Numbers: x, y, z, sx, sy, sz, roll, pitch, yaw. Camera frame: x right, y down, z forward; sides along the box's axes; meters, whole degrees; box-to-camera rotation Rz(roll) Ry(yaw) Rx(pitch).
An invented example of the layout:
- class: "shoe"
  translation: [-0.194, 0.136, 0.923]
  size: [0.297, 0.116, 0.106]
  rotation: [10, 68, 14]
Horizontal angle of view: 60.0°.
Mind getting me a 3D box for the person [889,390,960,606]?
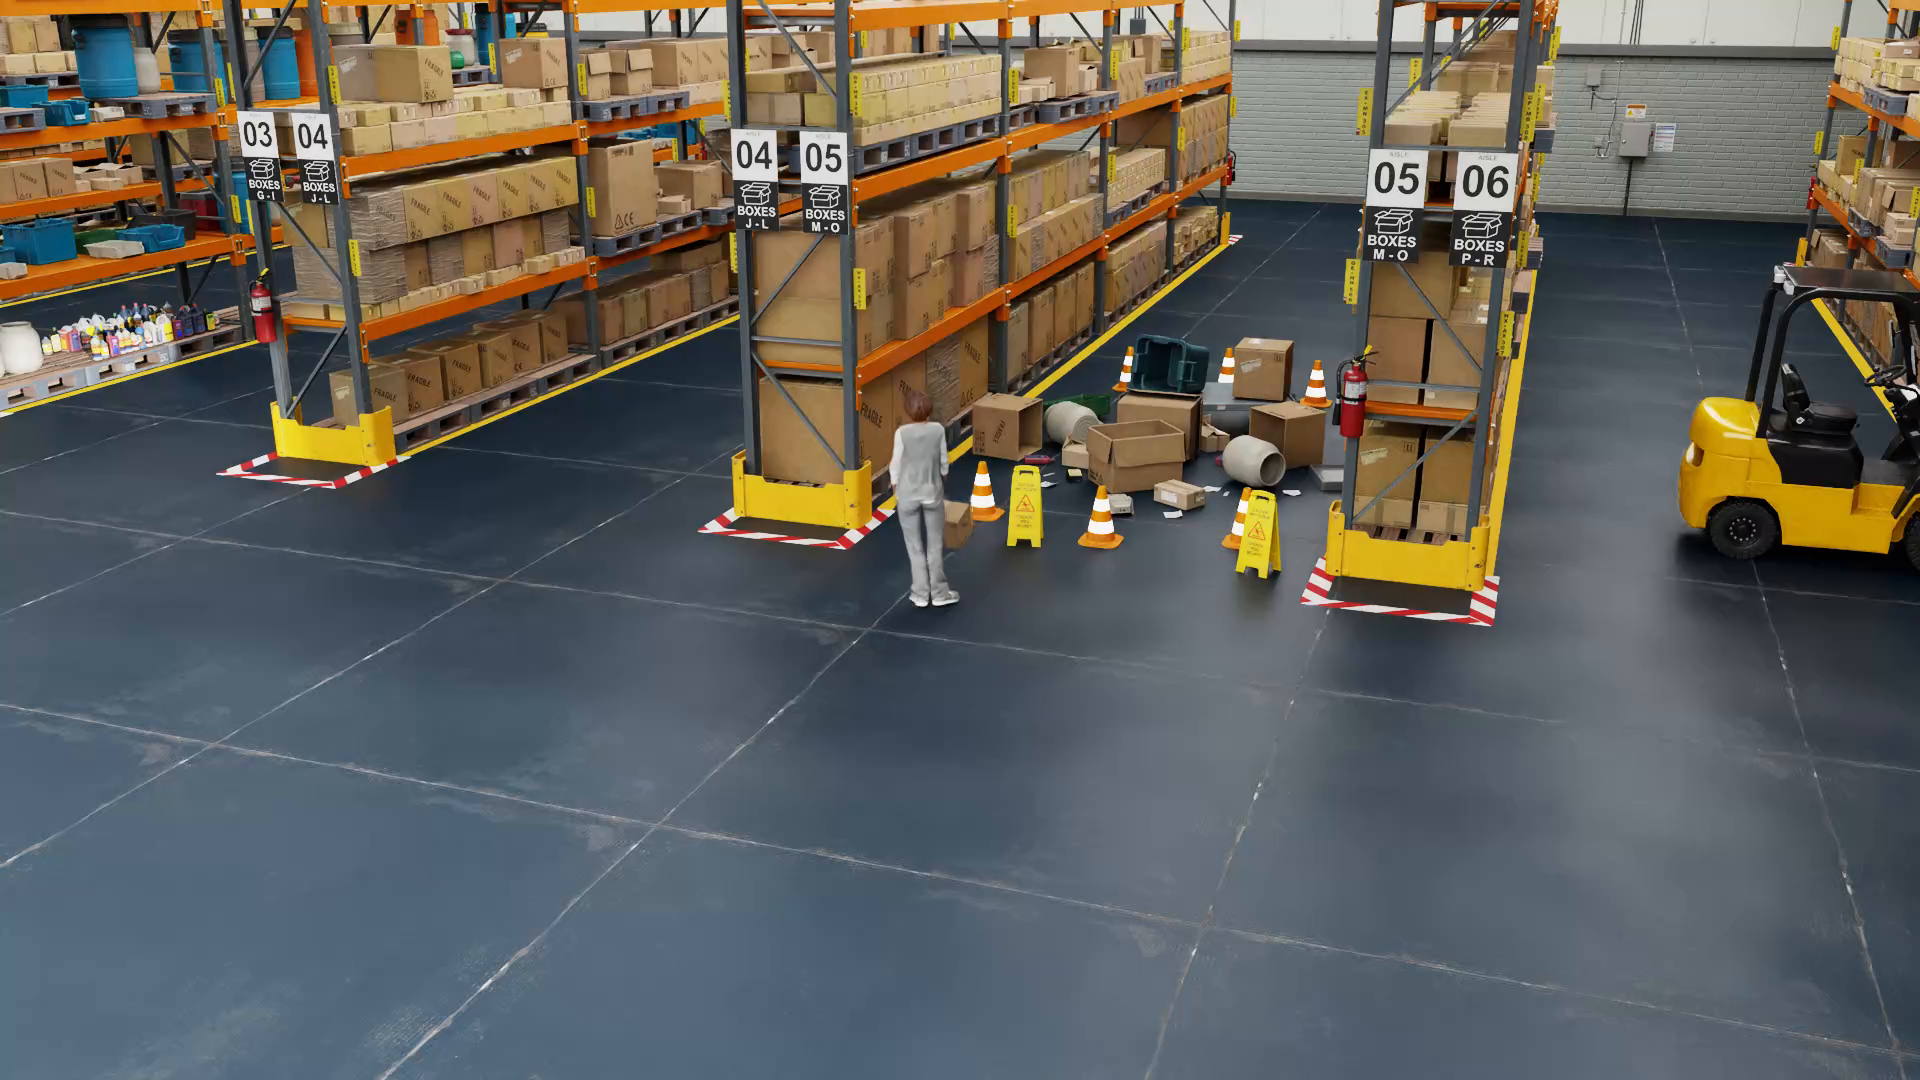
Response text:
- class: "person"
  translation: [-0.253, -0.304, 11.924]
  size: [0.517, 1.605, 0.343]
  rotation: [-4, 19, -11]
